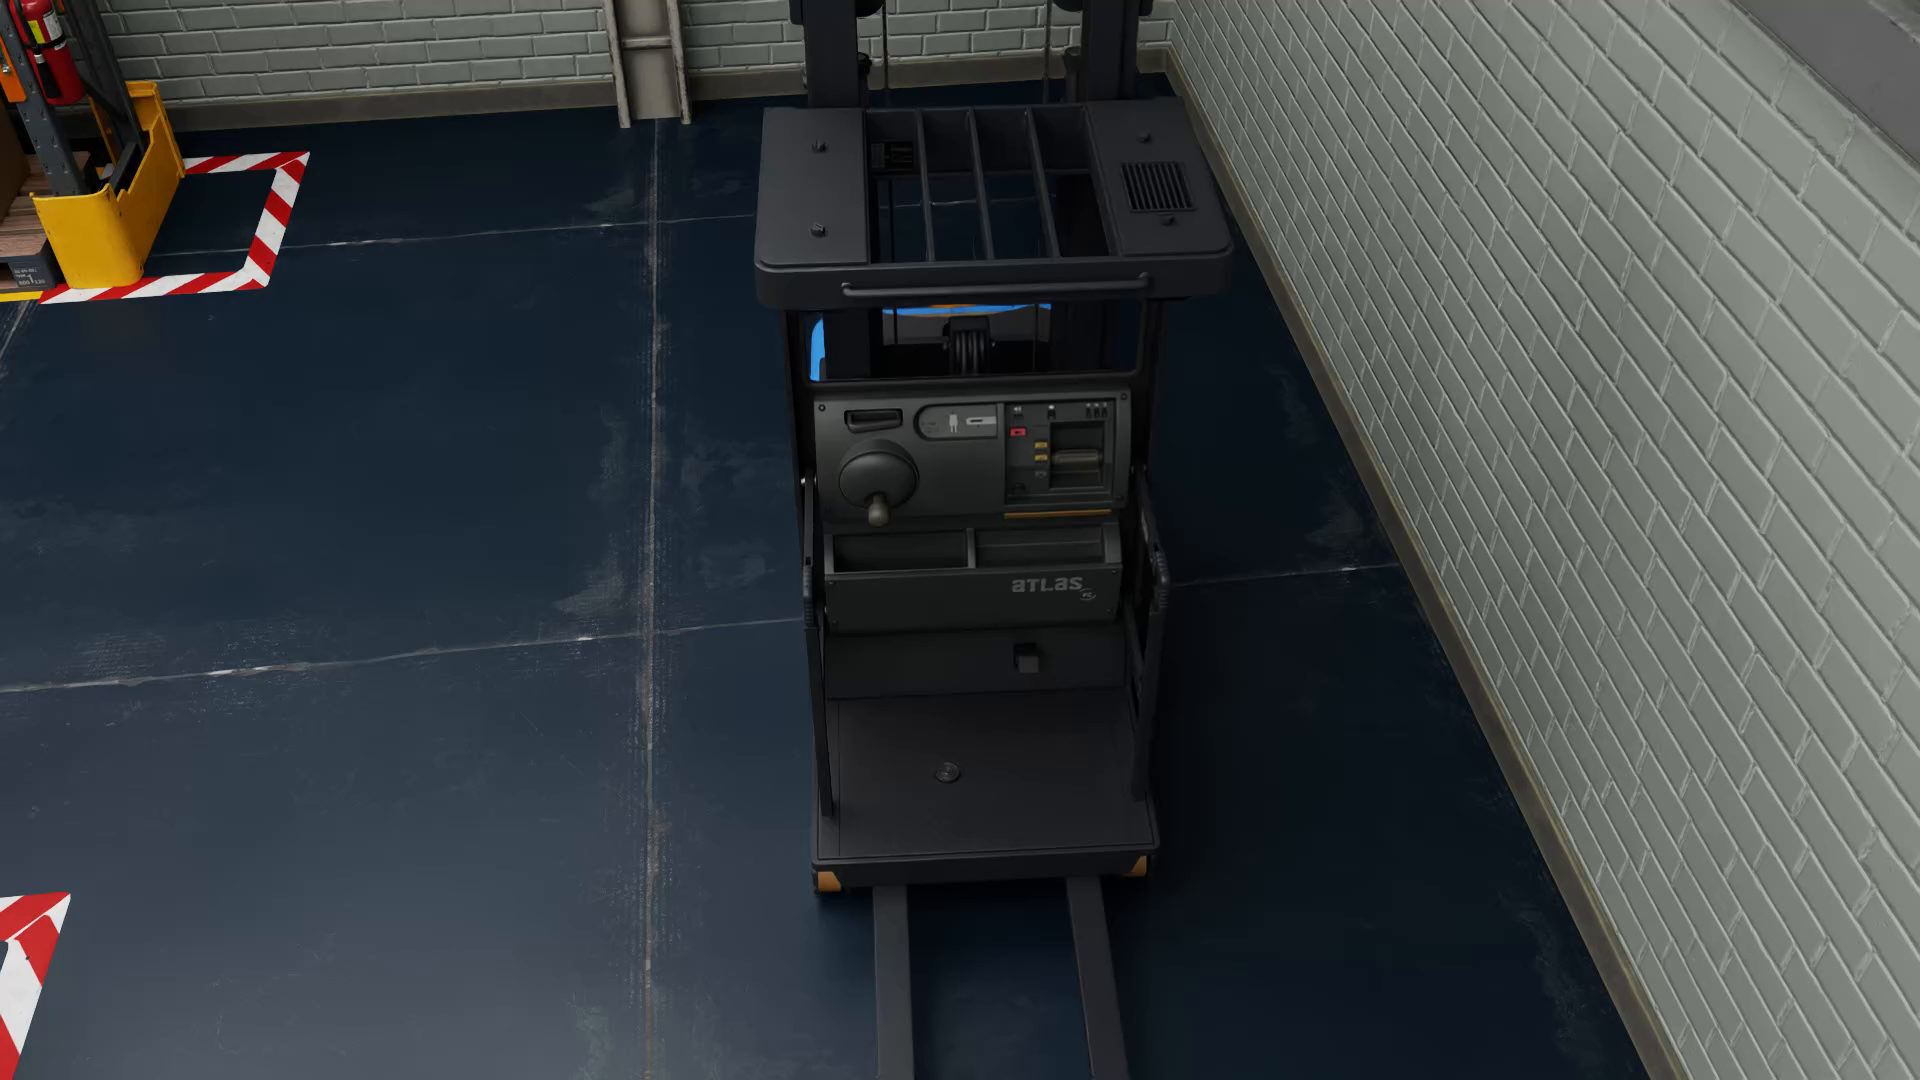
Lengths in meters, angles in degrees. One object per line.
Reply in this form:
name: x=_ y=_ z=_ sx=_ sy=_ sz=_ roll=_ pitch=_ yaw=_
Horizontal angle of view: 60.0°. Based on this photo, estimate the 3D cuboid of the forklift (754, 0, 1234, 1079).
forklift: x=0.056 y=-0.165 z=4.745 sx=1.130 sy=2.935 sz=3.031 roll=-2 pitch=42 yaw=-3

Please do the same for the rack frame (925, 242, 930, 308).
rack frame: x=-0.122 y=-0.633 z=6.554 sx=0.006 sy=1.200 sz=0.240 roll=-2 pitch=42 yaw=-3

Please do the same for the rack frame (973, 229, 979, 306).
rack frame: x=0.060 y=-0.640 z=6.563 sx=0.006 sy=1.200 sz=0.240 roll=-2 pitch=42 yaw=-3

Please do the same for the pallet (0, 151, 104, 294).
pallet: x=-5.071 y=-1.573 z=8.337 sx=1.213 sy=0.211 sz=1.003 roll=-5 pitch=42 yaw=-6

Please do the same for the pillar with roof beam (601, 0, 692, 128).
pillar with roof beam: x=-1.165 y=-2.908 z=3.255 sx=0.400 sy=9.000 sz=9.100 roll=-5 pitch=42 yaw=-6

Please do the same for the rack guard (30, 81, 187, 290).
rack guard: x=-4.264 y=-1.804 z=8.377 sx=0.348 sy=0.500 sz=1.175 roll=-5 pitch=42 yaw=-6

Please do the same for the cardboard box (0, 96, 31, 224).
cardboard box: x=-4.969 y=-1.831 z=8.093 sx=0.500 sy=0.500 sz=0.700 roll=-5 pitch=42 yaw=-6

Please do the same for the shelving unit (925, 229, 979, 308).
shelving unit: x=-0.031 y=-0.637 z=6.558 sx=0.189 sy=1.200 sz=0.258 roll=-2 pitch=42 yaw=-3

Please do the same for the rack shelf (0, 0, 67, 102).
rack shelf: x=-6.271 y=-2.289 z=7.586 sx=4.000 sy=0.370 sz=1.077 roll=-5 pitch=42 yaw=-6

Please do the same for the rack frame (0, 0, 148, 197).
rack frame: x=-4.288 y=-2.730 z=7.537 sx=0.127 sy=3.000 sz=1.000 roll=-5 pitch=42 yaw=-6

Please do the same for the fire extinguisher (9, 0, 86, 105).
fire extinguisher: x=-4.078 y=-2.269 z=7.363 sx=0.183 sy=0.674 sz=0.296 roll=-5 pitch=42 yaw=-6

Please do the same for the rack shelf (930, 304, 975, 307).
rack shelf: x=-0.031 y=-0.872 z=6.349 sx=0.180 sy=0.103 sz=0.258 roll=-2 pitch=42 yaw=-3
